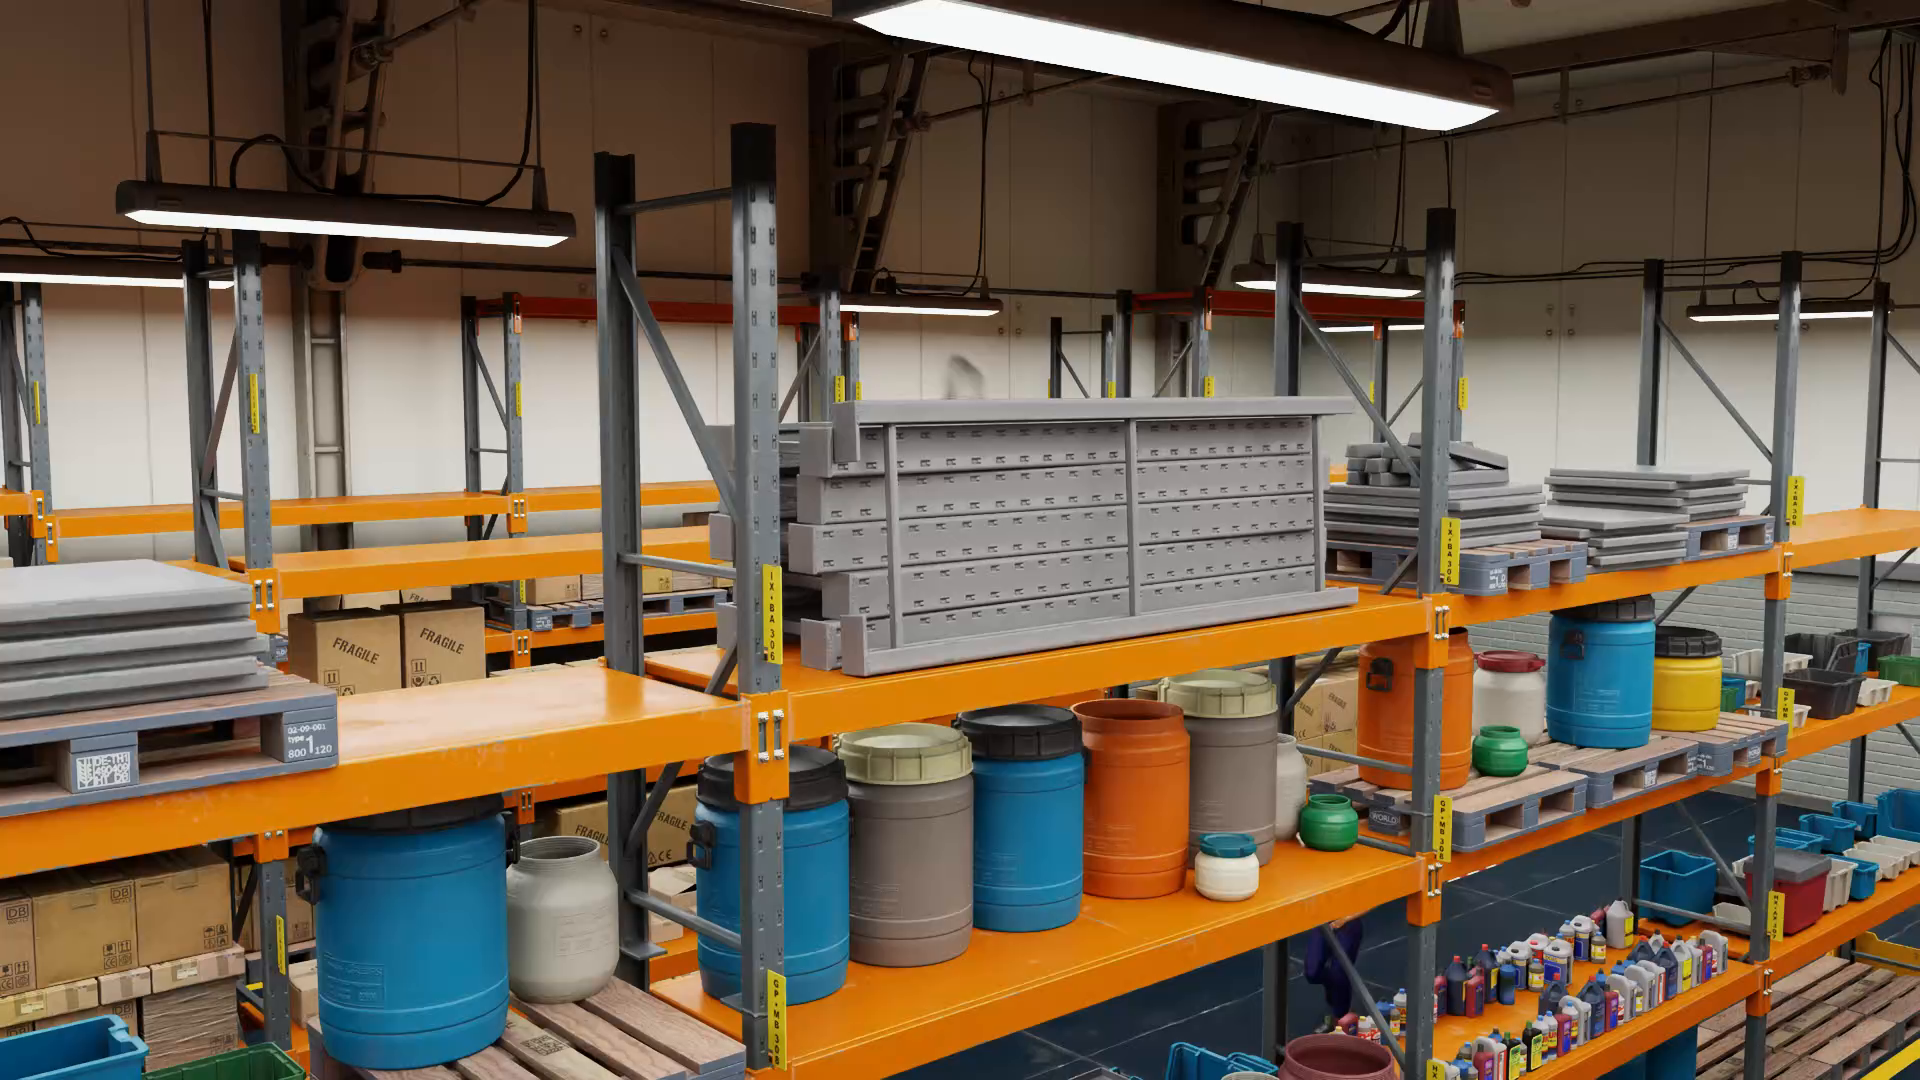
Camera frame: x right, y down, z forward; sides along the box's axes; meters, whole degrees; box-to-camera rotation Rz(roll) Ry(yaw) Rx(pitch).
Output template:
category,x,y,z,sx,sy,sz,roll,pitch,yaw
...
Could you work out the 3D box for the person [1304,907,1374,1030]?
category,x,y,z,sx,sy,sz,roll,pitch,yaw
person,3.010,3.160,13.325,0.607,1.526,0.549,4,7,38
